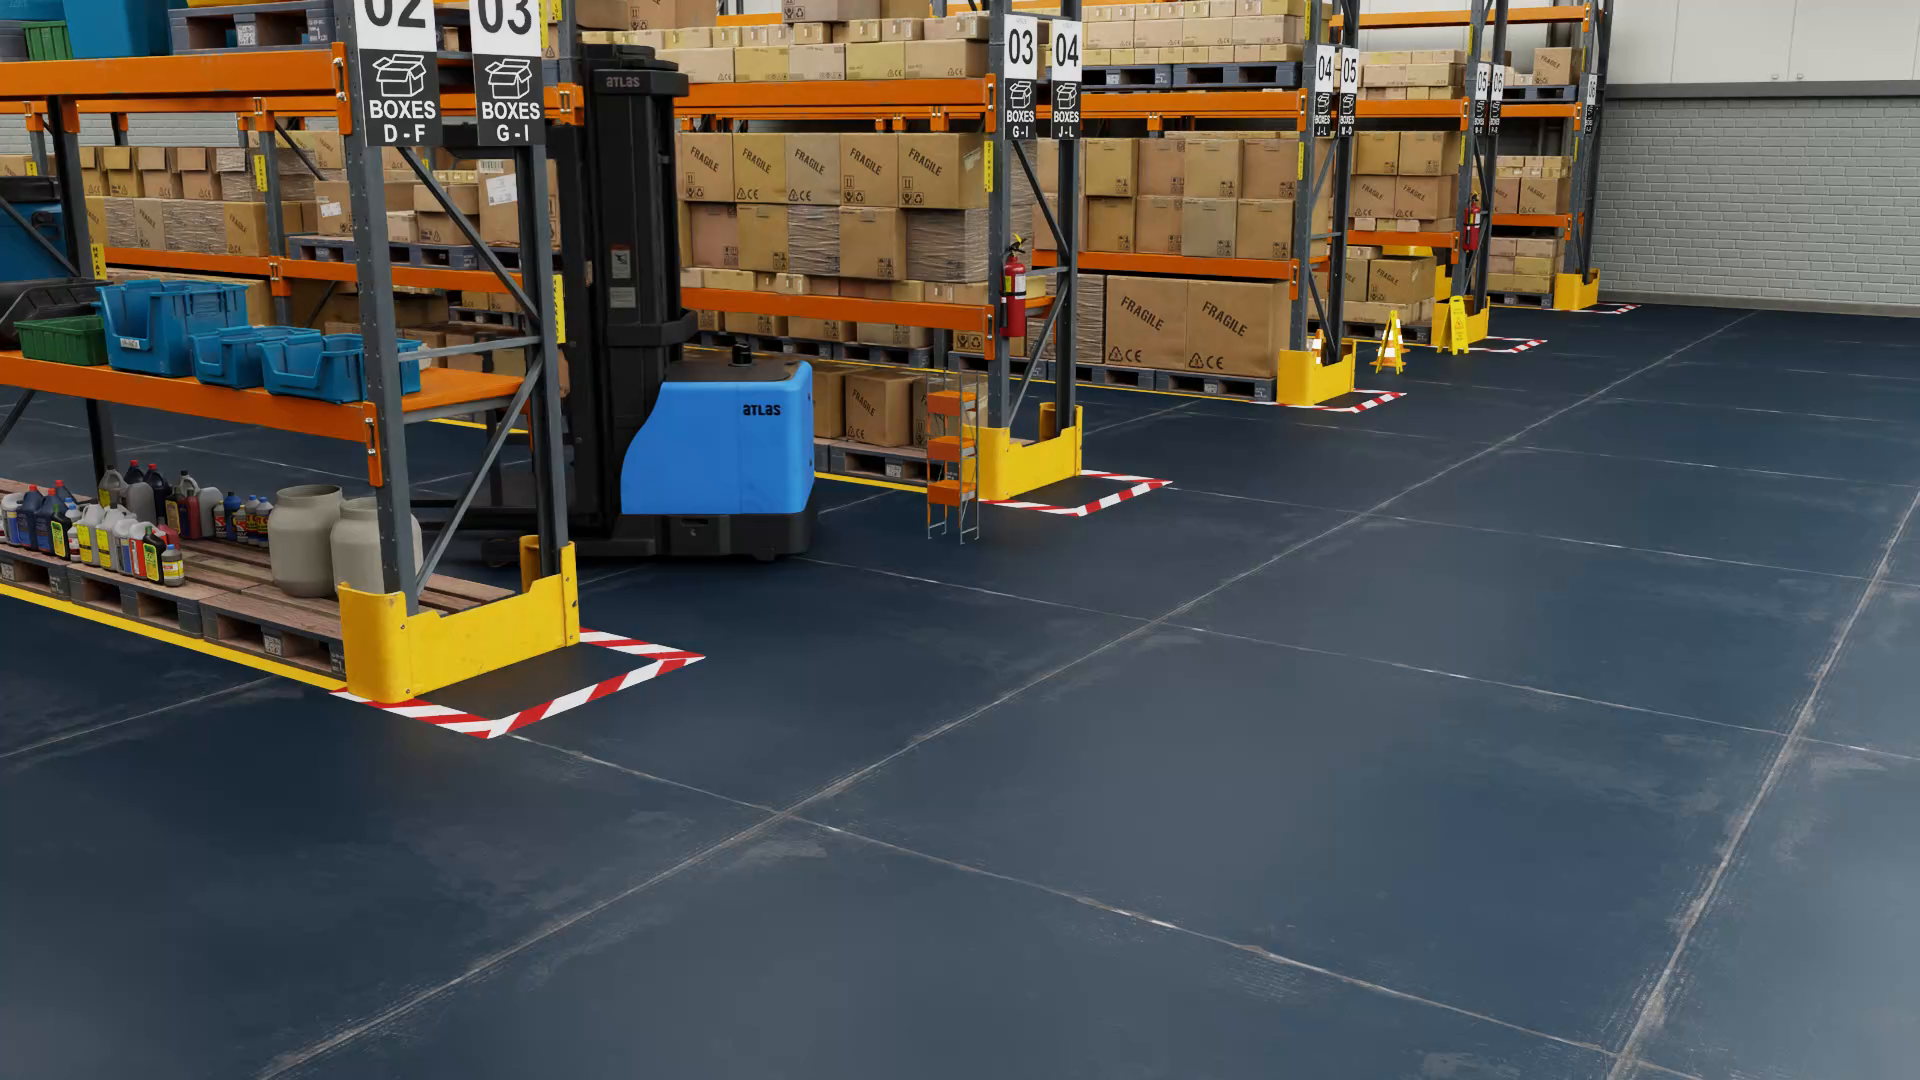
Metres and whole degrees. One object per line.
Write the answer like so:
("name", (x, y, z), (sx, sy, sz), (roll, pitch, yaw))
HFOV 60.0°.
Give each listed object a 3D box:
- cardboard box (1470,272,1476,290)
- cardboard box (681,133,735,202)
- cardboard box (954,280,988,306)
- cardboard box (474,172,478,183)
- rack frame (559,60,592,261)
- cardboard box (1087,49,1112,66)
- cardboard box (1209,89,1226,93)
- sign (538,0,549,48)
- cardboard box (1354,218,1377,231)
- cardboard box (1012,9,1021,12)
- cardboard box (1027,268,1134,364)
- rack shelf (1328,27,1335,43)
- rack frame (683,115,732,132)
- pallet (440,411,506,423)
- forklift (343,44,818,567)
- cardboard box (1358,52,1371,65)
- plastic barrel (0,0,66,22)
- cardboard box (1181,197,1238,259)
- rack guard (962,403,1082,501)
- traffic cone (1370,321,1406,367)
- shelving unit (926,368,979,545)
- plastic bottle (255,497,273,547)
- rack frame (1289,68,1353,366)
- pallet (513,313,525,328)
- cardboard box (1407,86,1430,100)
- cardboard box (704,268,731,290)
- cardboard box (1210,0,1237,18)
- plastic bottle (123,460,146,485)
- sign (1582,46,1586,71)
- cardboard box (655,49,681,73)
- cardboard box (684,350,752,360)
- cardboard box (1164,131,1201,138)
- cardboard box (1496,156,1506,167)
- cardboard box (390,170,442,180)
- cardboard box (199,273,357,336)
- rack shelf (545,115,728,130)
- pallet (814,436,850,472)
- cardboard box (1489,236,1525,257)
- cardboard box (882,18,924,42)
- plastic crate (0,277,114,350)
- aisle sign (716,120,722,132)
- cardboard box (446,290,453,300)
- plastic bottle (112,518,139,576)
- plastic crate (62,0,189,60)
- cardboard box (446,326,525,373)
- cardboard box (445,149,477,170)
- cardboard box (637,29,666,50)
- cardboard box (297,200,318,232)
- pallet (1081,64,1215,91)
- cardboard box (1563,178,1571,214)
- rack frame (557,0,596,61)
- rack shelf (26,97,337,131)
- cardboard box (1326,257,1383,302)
("cardboard box", (7.430, -3.821, 24.366), (0.500, 0.250, 0.500), (9, 17, 33))
("cardboard box", (-1.742, -2.818, 12.558), (0.500, 0.500, 0.500), (9, 17, 33))
("cardboard box", (0.164, -1.724, 11.567), (0.250, 0.149, 0.380), (9, 17, 33))
("cardboard box", (-5.868, -4.554, 20.890), (0.250, 0.149, 0.380), (9, 16, 32))
("rack frame", (-2.803, -2.385, 13.716), (0.127, 3.000, 1.000), (9, 17, 33))
("cardboard box", (1.423, -4.626, 15.968), (0.250, 0.149, 0.380), (9, 17, 34))
("cardboard box", (3.303, -5.547, 20.769), (0.250, 0.149, 0.380), (9, 17, 33))
("sign", (-1.938, -2.431, 7.639), (0.005, 0.325, 0.100), (9, 17, 33))
("cardboard box", (4.913, -3.789, 19.911), (0.250, 0.149, 0.380), (10, 17, 34))
("cardboard box", (0.583, -5.150, 16.422), (0.250, 0.149, 0.380), (9, 17, 32))
("cardboard box", (1.282, -2.315, 16.979), (0.875, 0.875, 0.875), (9, 17, 33))
("rack shelf", (3.835, -7.988, 26.195), (4.000, 0.370, 1.077), (9, 17, 33))
("rack frame", (-3.911, -5.434, 26.032), (0.127, 3.000, 1.000), (9, 17, 33))
("pallet", (-4.467, -1.299, 15.132), (1.213, 0.211, 1.003), (9, 17, 33))
("forklift", (-2.419, -1.392, 9.847), (3.031, 2.935, 1.130), (0, 14, -1))
("cardboard box", (4.806, -5.684, 19.662), (0.250, 0.149, 0.380), (9, 17, 33))
("plastic barrel", (-4.802, -3.146, 8.630), (0.708, 0.901, 0.600), (9, 17, 33))
("cardboard box", (2.566, -3.007, 15.916), (0.550, 0.550, 0.875), (9, 17, 33))
("rack guard", (0.453, -0.645, 11.890), (0.348, 0.500, 1.175), (9, 17, 33))
("traffic cone", (4.632, -2.127, 17.951), (0.334, 0.463, 0.336), (9, 17, 33))
("shelving unit", (-0.044, -0.517, 10.226), (0.252, 1.050, 0.215), (9, 17, 33))
("plastic bottle", (-3.864, -0.102, 9.253), (0.097, 0.271, 0.097), (0, 14, 0))
("rack frame", (3.368, -2.824, 15.489), (0.127, 3.000, 1.000), (9, 17, 33))
("pallet", (-4.926, -2.812, 21.244), (1.213, 0.211, 1.003), (9, 17, 33))
("cardboard box", (5.370, -5.178, 19.277), (0.250, 0.149, 0.380), (9, 17, 33))
("cardboard box", (-1.742, -2.012, 12.730), (0.250, 0.149, 0.380), (9, 17, 33))
("cardboard box", (2.480, -4.843, 15.185), (0.250, 0.149, 0.380), (10, 17, 34))
("plastic bottle", (-4.872, -0.296, 9.875), (0.185, 0.351, 0.144), (9, 16, 31))
("sign", (8.499, -6.556, 22.644), (0.005, 0.325, 0.100), (9, 17, 33))
("cardboard box", (-2.131, -3.587, 12.641), (0.500, 0.250, 0.500), (9, 17, 32))
("cardboard box", (-2.014, -1.239, 13.413), (0.500, 0.500, 0.500), (-11, 17, -36))
("cardboard box", (2.971, -4.937, 21.117), (0.500, 0.500, 0.700), (9, 17, 32))
("cardboard box", (7.779, -5.433, 23.853), (0.250, 0.149, 0.380), (9, 17, 33))
("cardboard box", (-7.149, -4.635, 21.977), (0.500, 0.500, 0.500), (9, 17, 33))
("cardboard box", (-6.684, -2.191, 16.478), (0.875, 0.875, 1.225), (8, 16, 30))
("rack shelf", (-5.570, -6.809, 26.841), (4.000, 0.370, 1.077), (9, 17, 33))
("pallet", (-1.210, -0.785, 13.055), (1.213, 0.211, 1.003), (9, 17, 33))
("cardboard box", (7.830, -4.236, 23.961), (0.500, 0.250, 0.500), (10, 17, 34))
("cardboard box", (-0.328, -3.474, 11.353), (0.250, 0.149, 0.380), (8, 16, 30))
("plastic crate", (-5.204, -1.272, 9.348), (0.504, 0.338, 0.767), (9, 17, 33))
("aisle sign", (-4.683, -8.173, 31.687), (0.004, 0.787, 0.394), (9, 17, 33))
("cardboard box", (-6.933, -3.402, 22.882), (0.250, 0.149, 0.380), (10, 17, 34))
("plastic bottle", (-4.326, 0.031, 8.709), (0.135, 0.276, 0.152), (9, 16, 31))
("plastic crate", (-3.999, -2.505, 7.991), (0.575, 0.384, 0.392), (9, 17, 33))
("cardboard box", (-4.151, -1.615, 14.890), (0.500, 0.500, 0.700), (8, 16, 28))
("cardboard box", (-6.828, -5.221, 22.263), (0.500, 0.500, 0.500), (10, 17, 34))
("cardboard box", (-2.233, -3.794, 12.647), (0.250, 0.149, 0.380), (9, 17, 33))
("cardboard box", (-6.374, -3.090, 16.353), (0.500, 0.500, 0.500), (10, 17, 34))
("pallet", (1.730, -4.498, 16.193), (1.213, 0.211, 1.003), (9, 17, 33))
("cardboard box", (8.558, -4.985, 24.011), (0.500, 0.500, 0.500), (10, 17, 35))
("rack frame", (-2.803, -5.297, 12.995), (0.127, 3.000, 1.000), (9, 17, 33))
("rack shelf", (-7.782, -4.297, 16.692), (4.000, 0.370, 1.077), (9, 17, 33))
("cardboard box", (4.801, -3.183, 20.225), (0.500, 0.500, 0.500), (10, 17, 35))
